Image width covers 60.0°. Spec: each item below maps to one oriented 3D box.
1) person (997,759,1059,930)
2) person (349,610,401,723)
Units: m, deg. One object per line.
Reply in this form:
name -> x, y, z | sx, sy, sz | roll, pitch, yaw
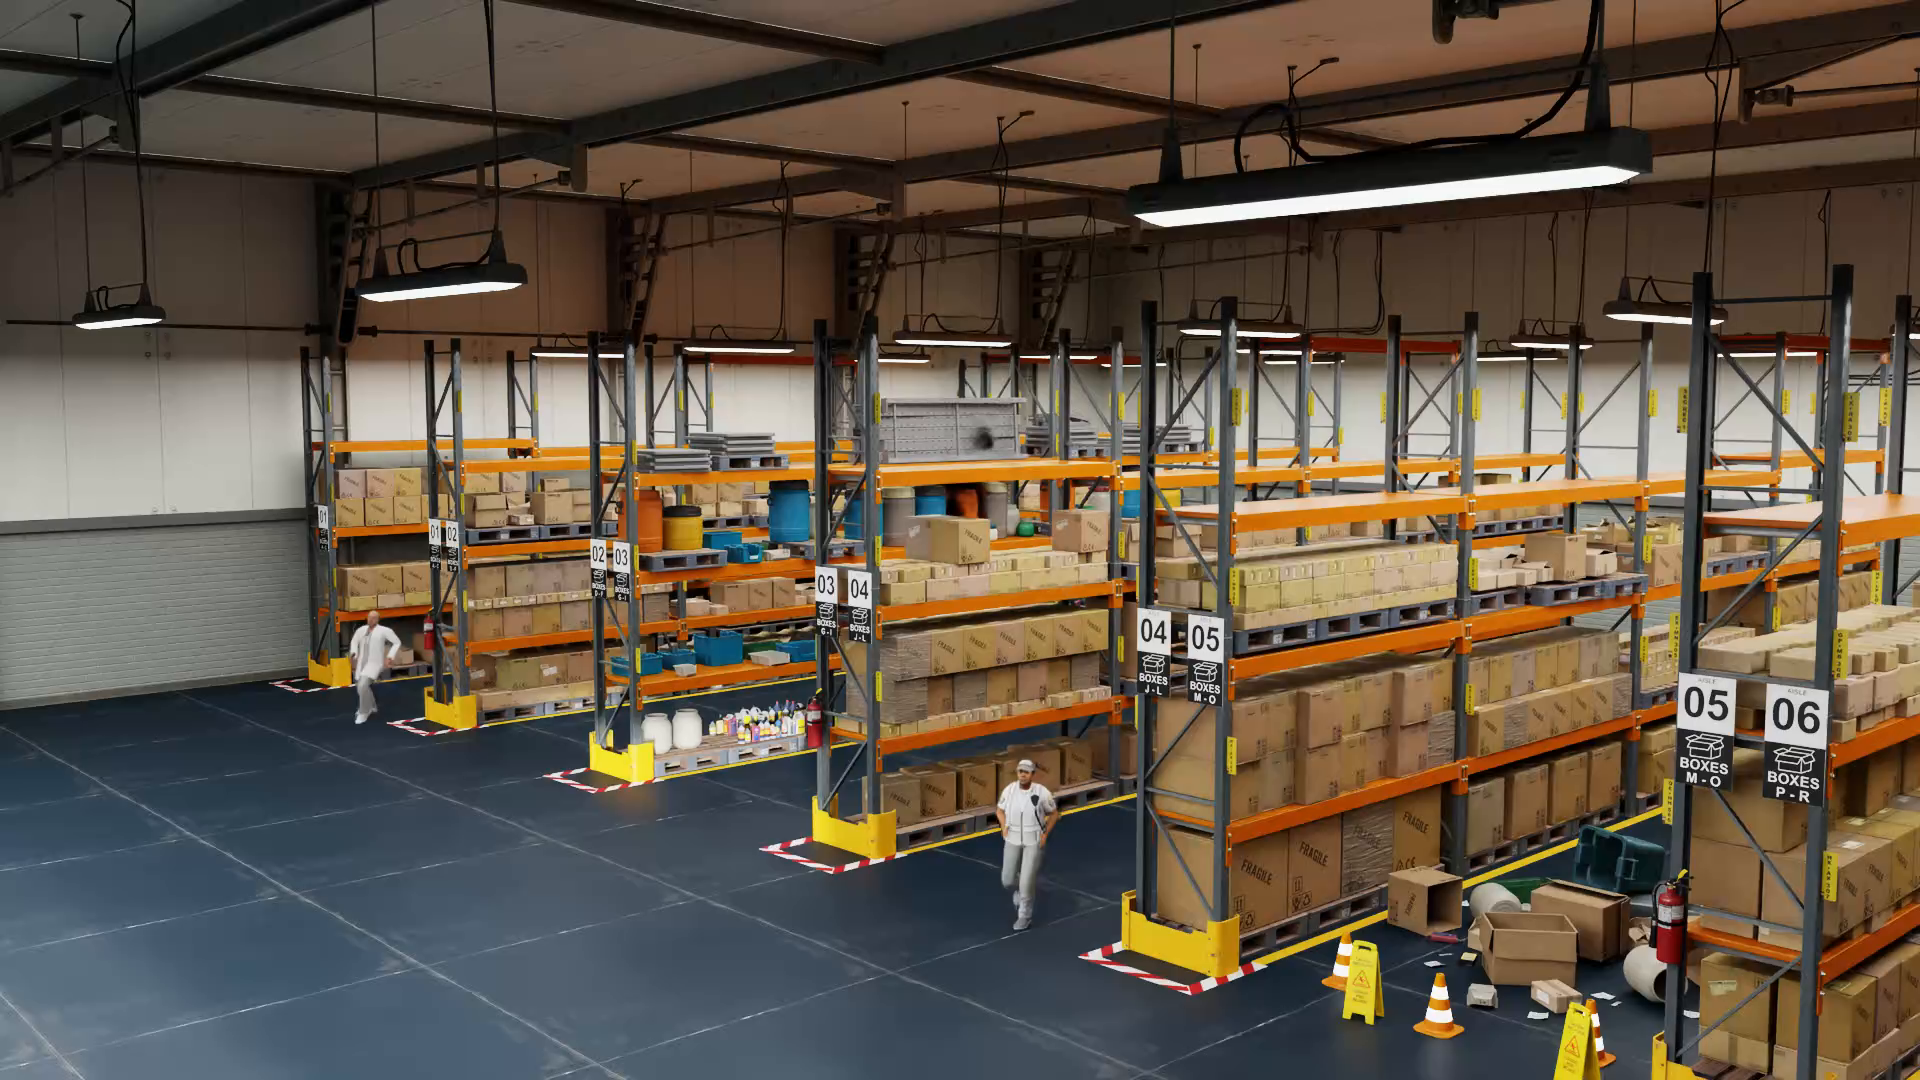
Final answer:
person -> 0.650, 2.933, 16.216 | 0.609, 1.626, 0.606 | 1, 5, 15
person -> -9.275, 2.007, 26.247 | 0.771, 1.805, 0.714 | 2, 5, 19
